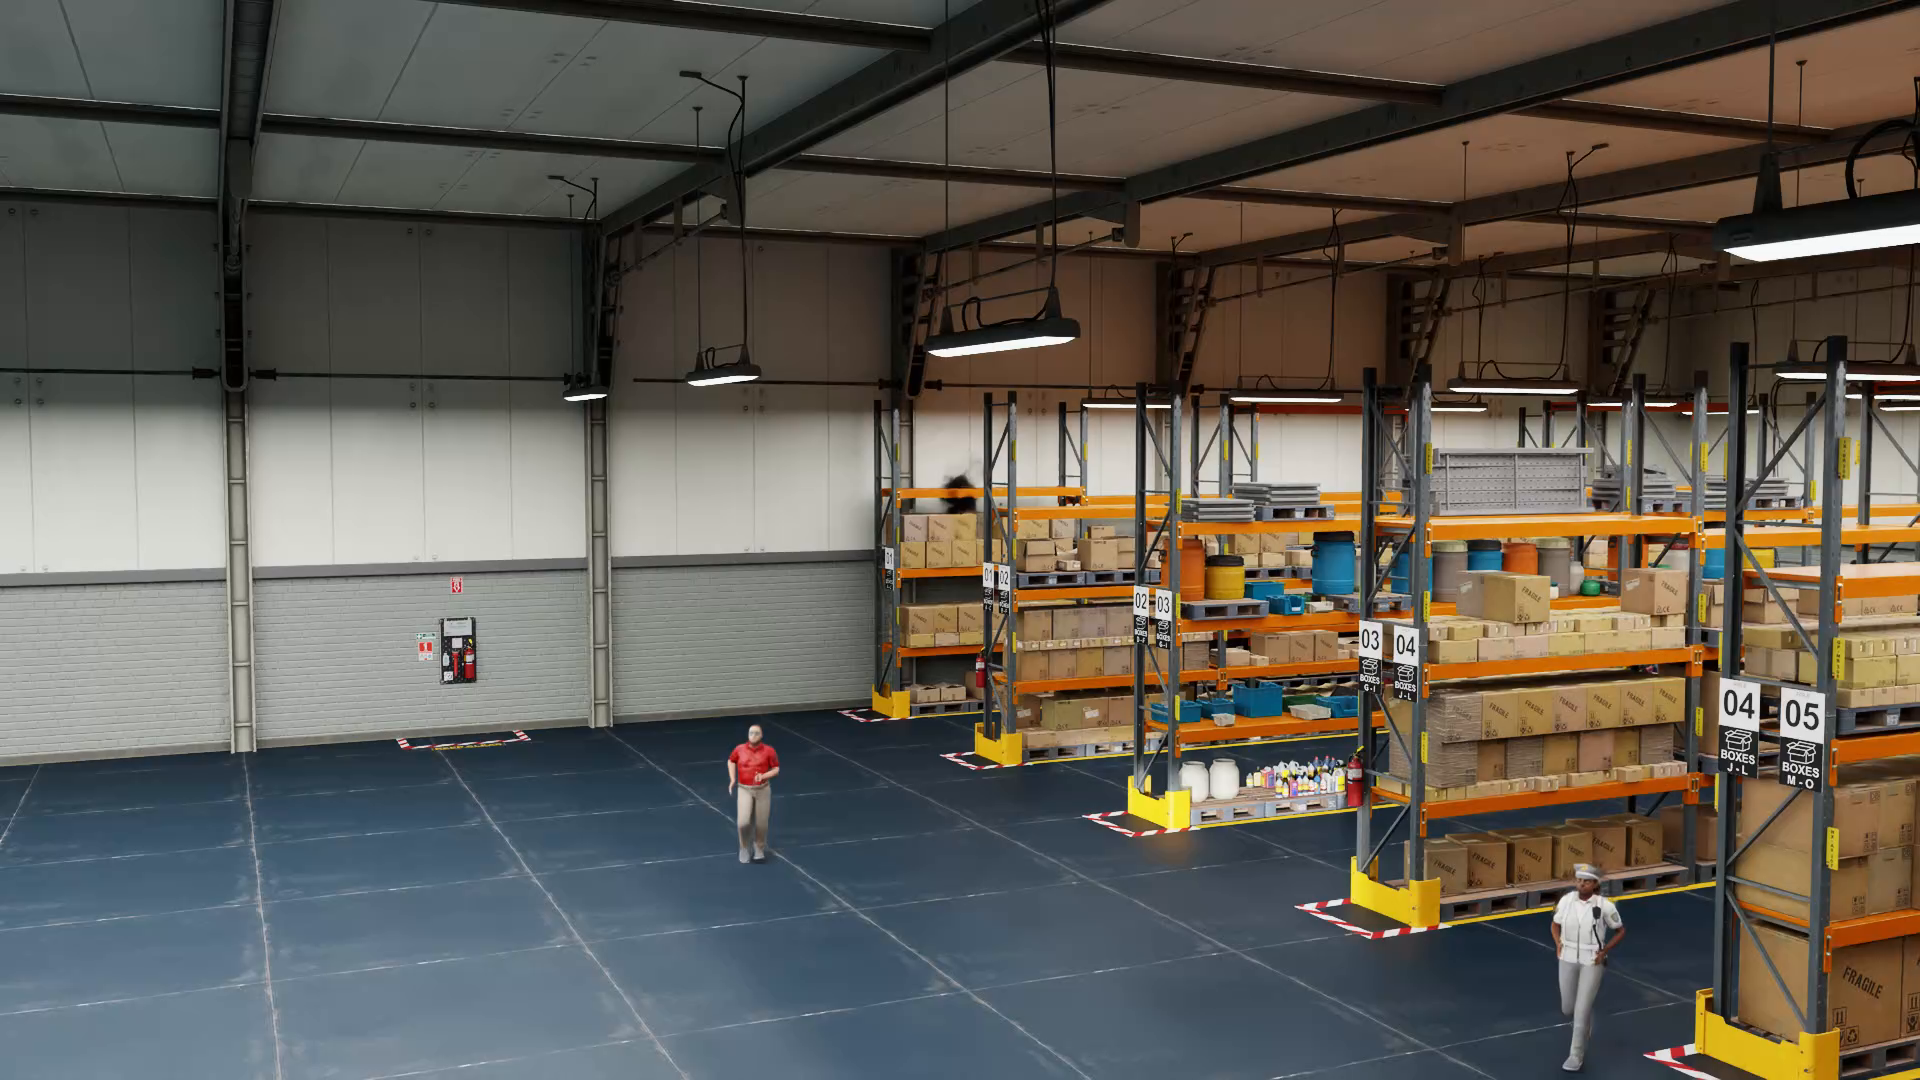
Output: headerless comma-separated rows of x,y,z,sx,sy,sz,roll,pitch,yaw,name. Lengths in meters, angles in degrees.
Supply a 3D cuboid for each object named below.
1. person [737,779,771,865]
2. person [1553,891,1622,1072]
-2.530,3.461,20.431,0.414,1.039,0.616,0,3,-5,person
5.216,3.641,13.902,0.554,1.420,0.787,2,4,34,person
